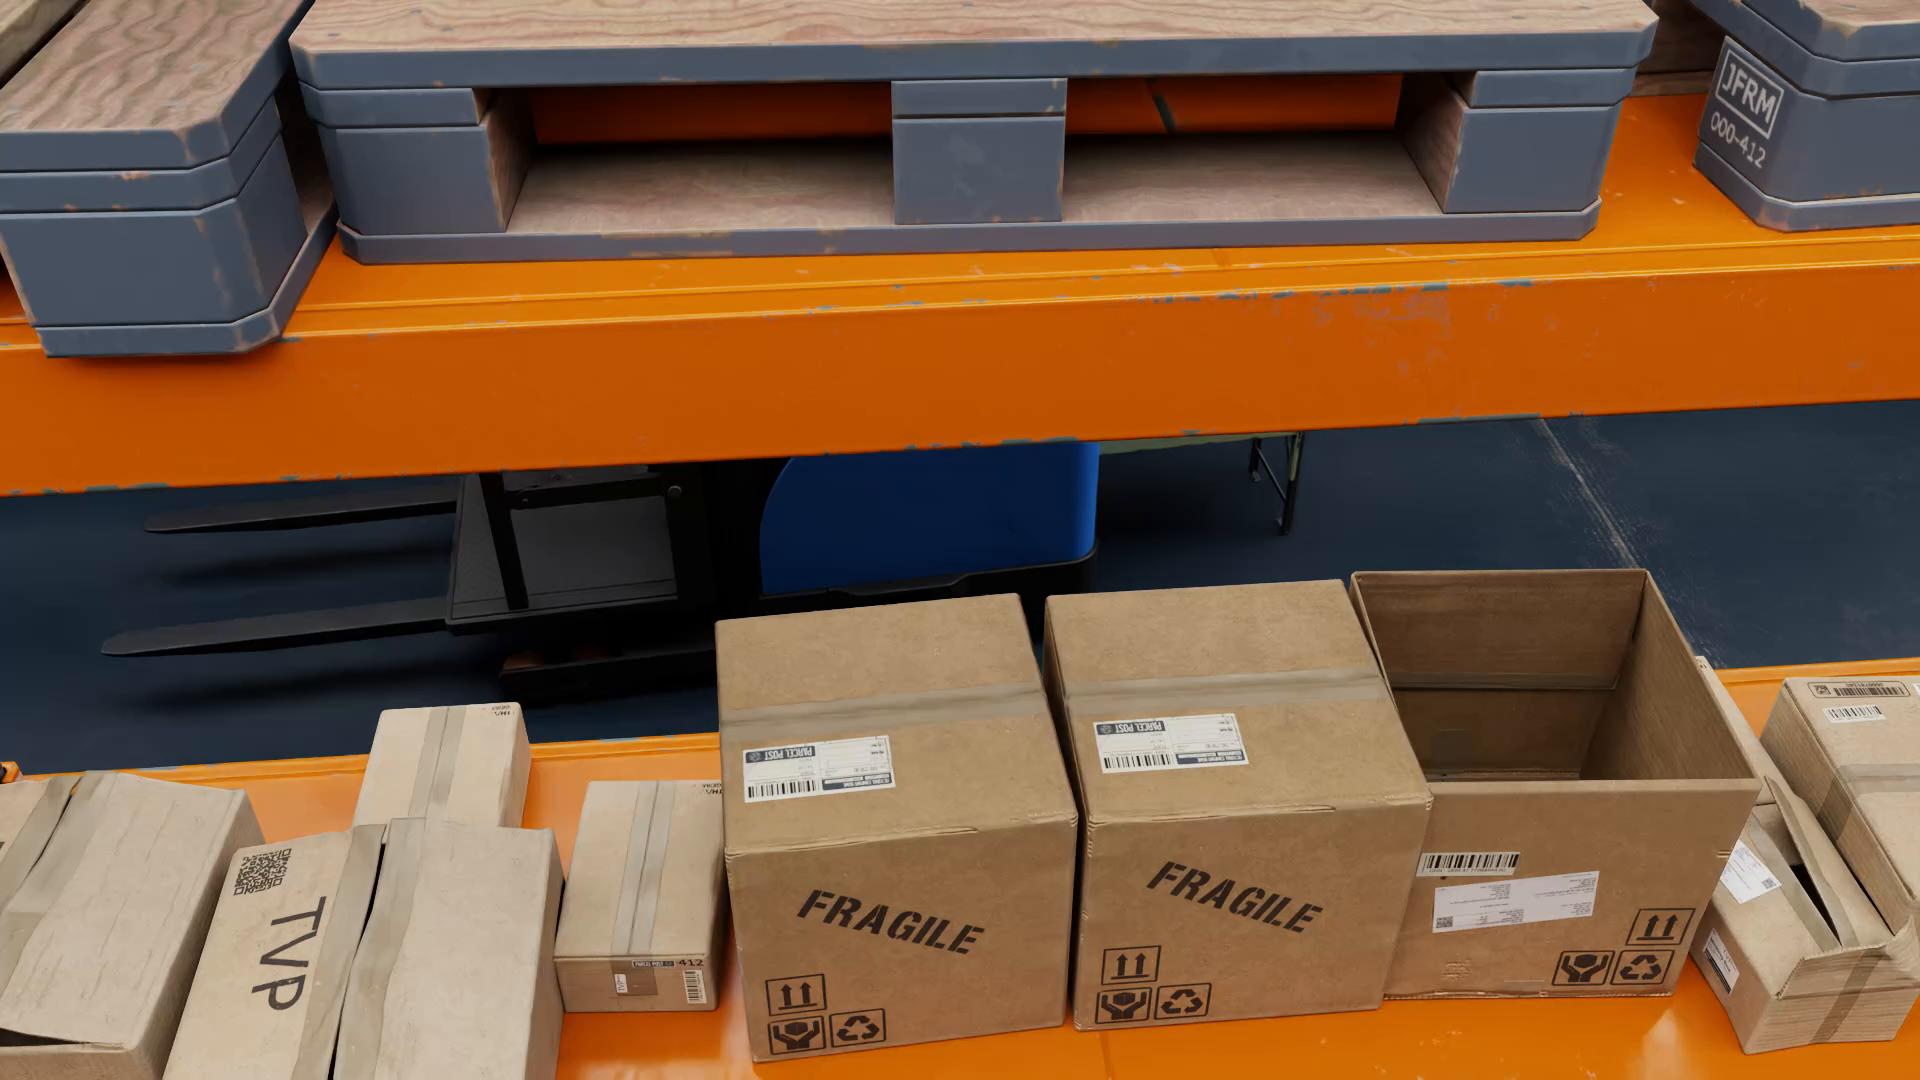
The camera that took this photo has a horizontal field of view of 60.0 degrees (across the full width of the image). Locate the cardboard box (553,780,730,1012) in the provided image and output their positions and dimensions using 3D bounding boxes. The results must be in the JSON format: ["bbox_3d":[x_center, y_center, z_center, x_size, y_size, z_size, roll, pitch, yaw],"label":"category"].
[{"bbox_3d":[-0.519,0.589,2.785,0.250,0.149,0.380,0,38,-1],"label":"cardboard box"}]

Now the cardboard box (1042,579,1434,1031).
[{"bbox_3d":[0.410,0.424,2.710,0.500,0.500,0.500,-3,38,-4],"label":"cardboard box"}]

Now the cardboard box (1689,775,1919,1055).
[{"bbox_3d":[1.341,0.590,2.690,0.258,0.266,0.396,-4,38,-5],"label":"cardboard box"}]

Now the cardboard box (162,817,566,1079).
[{"bbox_3d":[-0.876,0.700,2.513,0.500,0.311,0.500,-4,38,-5],"label":"cardboard box"}]

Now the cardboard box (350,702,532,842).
[{"bbox_3d":[-0.913,0.473,2.931,0.250,0.149,0.380,-3,38,-4],"label":"cardboard box"}]

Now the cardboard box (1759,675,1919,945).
[{"bbox_3d":[1.714,0.488,2.831,0.500,0.250,0.500,-1,38,-1],"label":"cardboard box"}]

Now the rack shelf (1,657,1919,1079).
[{"bbox_3d":[0.208,0.767,2.937,4.000,0.370,1.077,-3,38,-4],"label":"rack shelf"}]

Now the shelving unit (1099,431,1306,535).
[{"bbox_3d":[0.740,-0.689,5.412,0.755,1.500,0.431,-6,39,-8],"label":"shelving unit"}]

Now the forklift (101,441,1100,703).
[{"bbox_3d":[-1.131,-1.003,4.655,3.031,2.935,1.130,-6,39,-8],"label":"forklift"}]

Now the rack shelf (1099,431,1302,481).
[{"bbox_3d":[0.740,-0.433,5.614,0.720,0.370,0.431,-6,39,-8],"label":"rack shelf"}]

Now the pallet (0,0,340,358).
[{"bbox_3d":[-1.116,-0.601,1.821,1.003,0.211,1.213,-1,38,-2],"label":"pallet"}]

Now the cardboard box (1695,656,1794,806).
[{"bbox_3d":[1.300,0.396,3.029,0.250,0.149,0.380,-3,38,-4],"label":"cardboard box"}]

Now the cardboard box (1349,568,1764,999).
[{"bbox_3d":[0.909,0.397,2.745,0.500,0.500,0.500,-1,38,-1],"label":"cardboard box"}]

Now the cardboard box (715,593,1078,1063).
[{"bbox_3d":[-0.114,0.453,2.673,0.500,0.500,0.500,-5,39,-6],"label":"cardboard box"}]

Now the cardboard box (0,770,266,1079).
[{"bbox_3d":[-1.418,0.637,2.593,0.500,0.311,0.500,-1,38,-1],"label":"cardboard box"}]

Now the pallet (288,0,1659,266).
[{"bbox_3d":[-0.002,-0.664,1.901,1.213,0.211,1.003,-1,38,-2],"label":"pallet"}]

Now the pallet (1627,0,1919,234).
[{"bbox_3d":[1.323,-0.671,1.911,1.217,0.209,0.805,-5,39,-6],"label":"pallet"}]

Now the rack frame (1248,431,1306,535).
[{"bbox_3d":[1.100,-0.728,5.462,0.023,1.500,0.400,-6,39,-8],"label":"rack frame"}]
